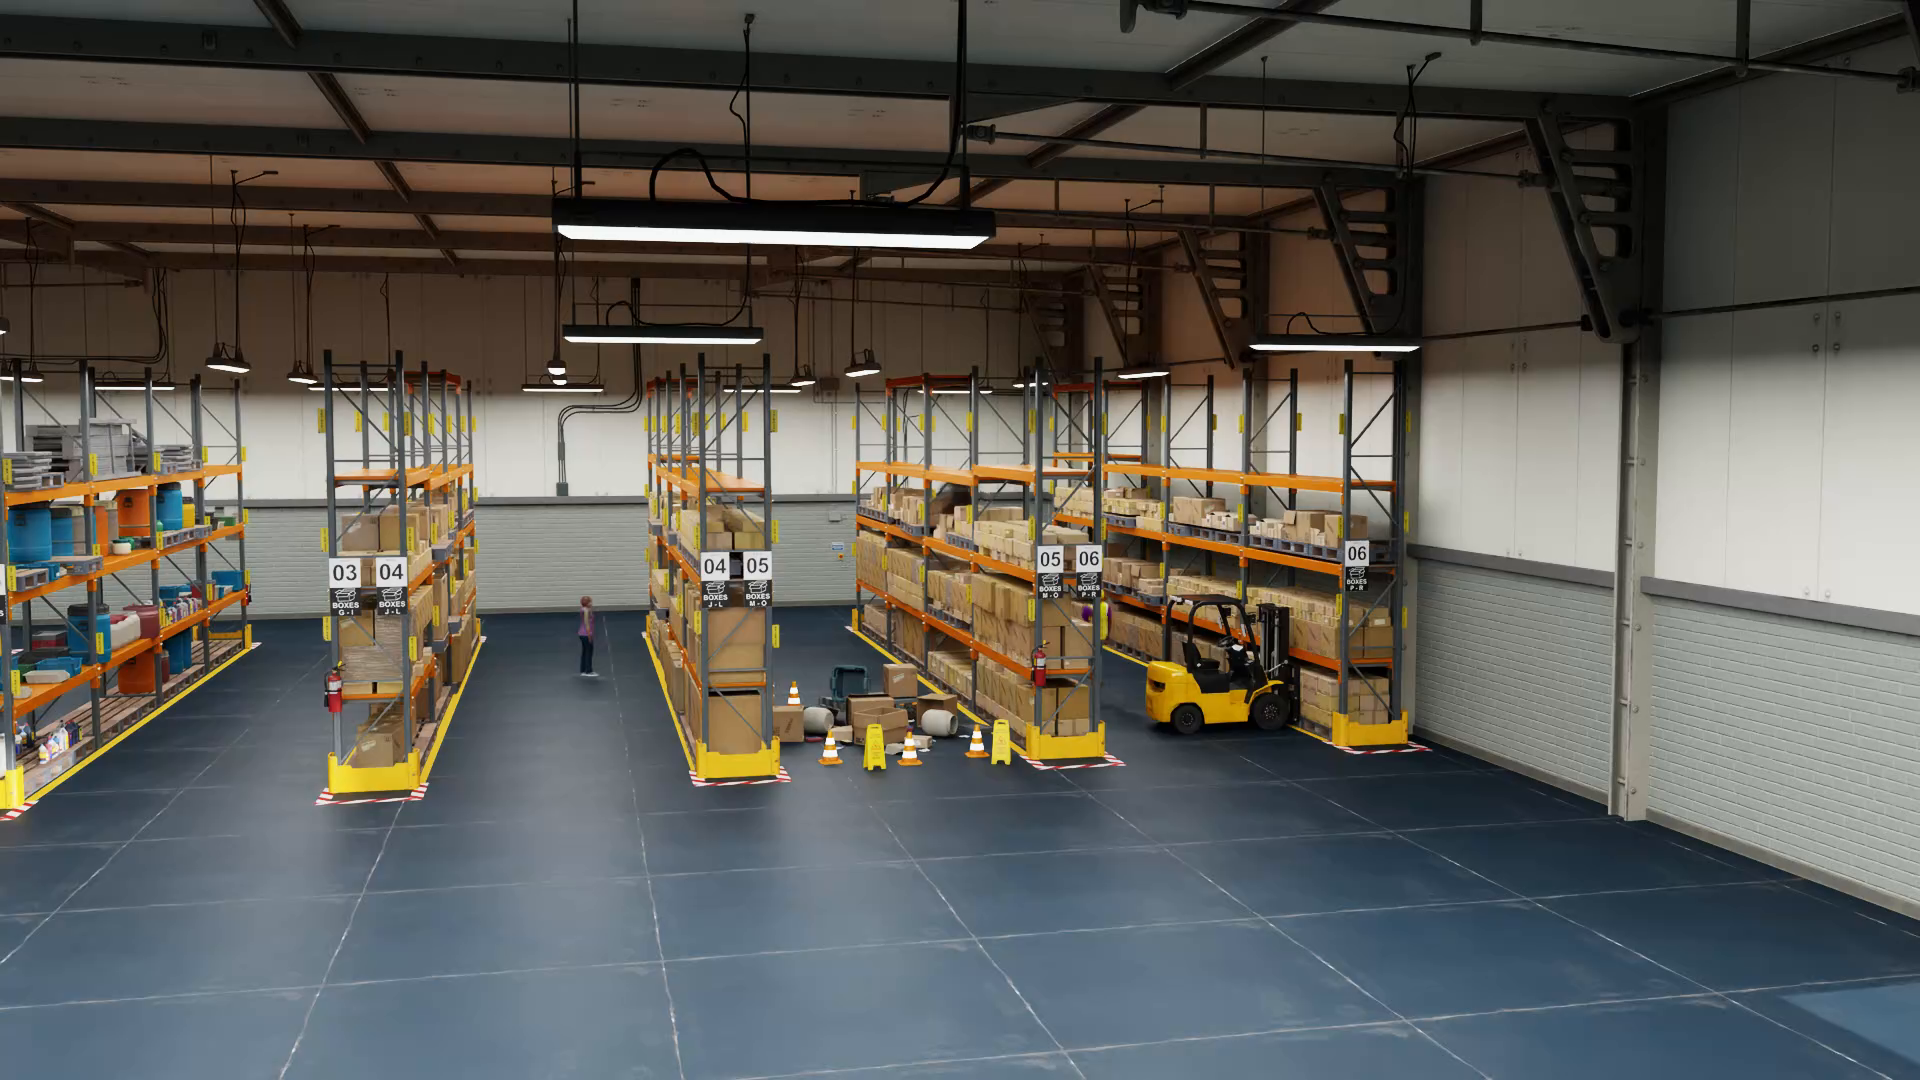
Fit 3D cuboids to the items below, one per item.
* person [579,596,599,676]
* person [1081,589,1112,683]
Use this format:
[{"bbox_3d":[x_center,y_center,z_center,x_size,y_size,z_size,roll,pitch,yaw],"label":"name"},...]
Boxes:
[{"bbox_3d":[-7.353,1.907,32.927,0.367,1.584,0.478,-2,4,-26],"label":"person"},{"bbox_3d":[2.438,1.753,30.246,0.617,1.836,0.681,-1,4,-18],"label":"person"}]
